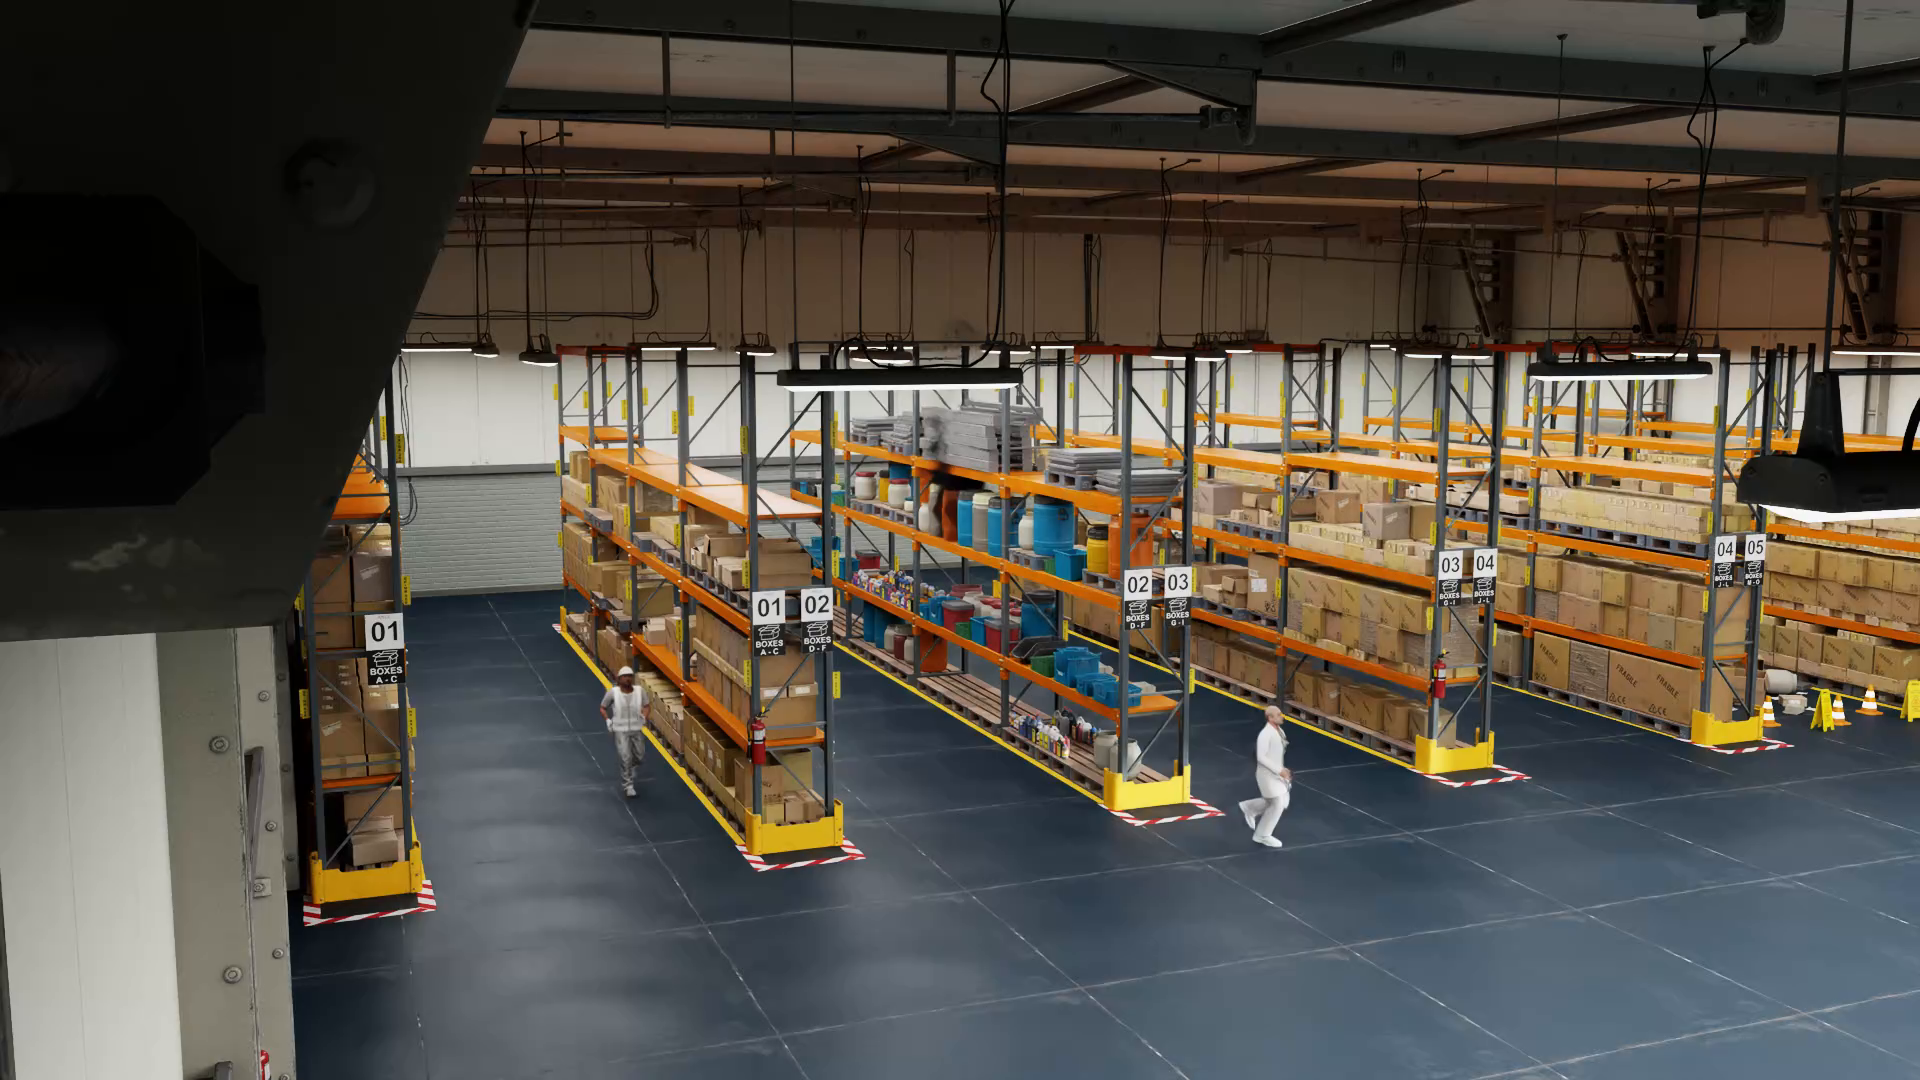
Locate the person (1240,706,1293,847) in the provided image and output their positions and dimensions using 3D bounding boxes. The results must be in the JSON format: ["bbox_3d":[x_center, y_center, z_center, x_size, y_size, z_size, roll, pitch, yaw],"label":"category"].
[{"bbox_3d":[3.787,2.888,20.478,0.706,1.752,0.732,4,8,26],"label":"person"}]

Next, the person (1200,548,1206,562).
[{"bbox_3d":[6.279,0.243,41.542,0.607,1.672,0.705,2,7,14],"label":"person"}]

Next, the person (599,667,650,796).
[{"bbox_3d":[-4.557,2.589,22.734,0.690,1.741,0.763,-3,8,-23],"label":"person"}]

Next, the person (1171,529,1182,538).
[{"bbox_3d":[5.339,0.281,41.195,0.769,1.742,0.653,-4,8,-31],"label":"person"}]
